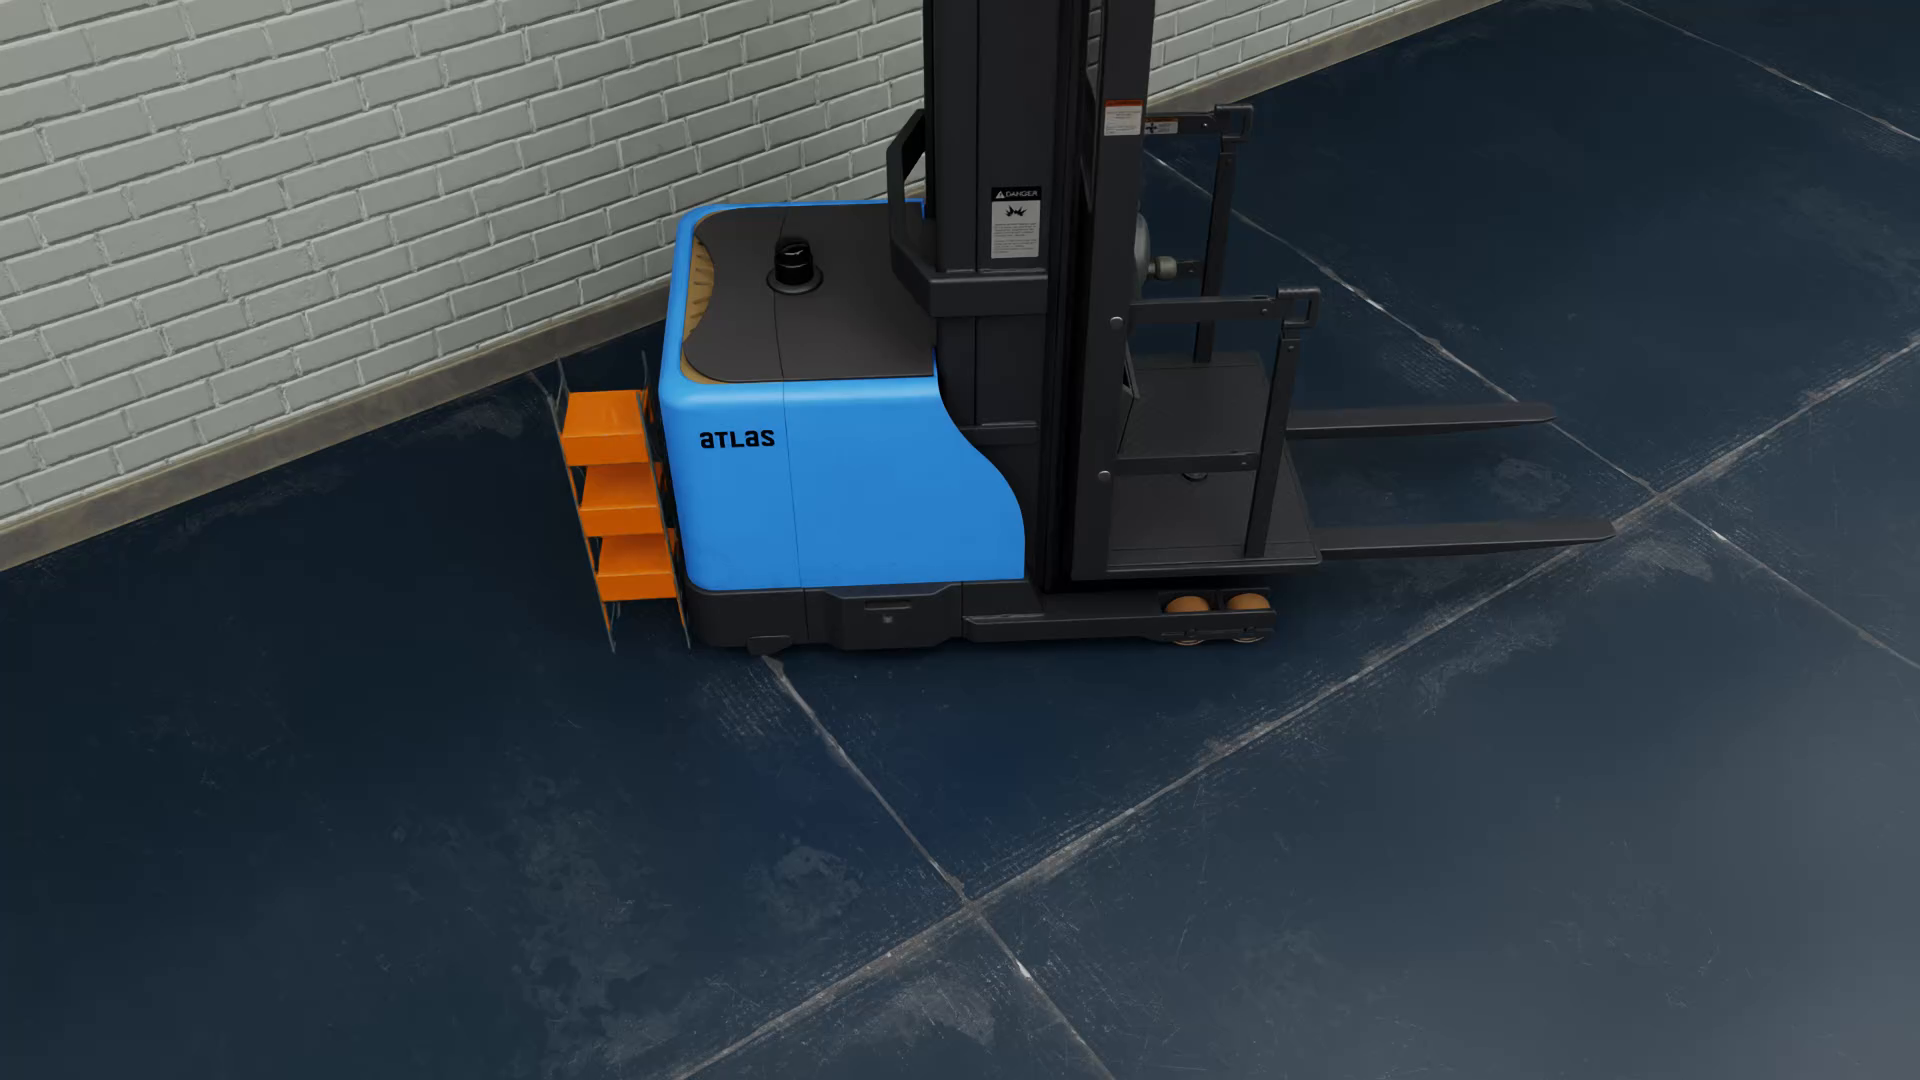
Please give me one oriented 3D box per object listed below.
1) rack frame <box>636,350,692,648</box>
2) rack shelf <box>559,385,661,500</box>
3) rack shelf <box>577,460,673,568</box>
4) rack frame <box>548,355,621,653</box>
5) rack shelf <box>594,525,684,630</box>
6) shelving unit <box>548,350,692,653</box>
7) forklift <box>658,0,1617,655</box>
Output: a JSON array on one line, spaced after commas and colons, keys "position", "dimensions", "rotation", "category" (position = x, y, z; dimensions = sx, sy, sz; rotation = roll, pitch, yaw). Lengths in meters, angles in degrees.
[{"position": [-0.894, -0.098, 5.083], "dimensions": [0.008, 1.050, 0.200], "rotation": [-3, 44, -1], "category": "rack frame"}, {"position": [-1.023, -0.289, 4.892], "dimensions": [0.240, 0.259, 0.215], "rotation": [-3, 44, -1], "category": "rack shelf"}, {"position": [-1.015, -0.084, 5.088], "dimensions": [0.240, 0.259, 0.215], "rotation": [-3, 44, -1], "category": "rack shelf"}, {"position": [-1.137, -0.085, 5.078], "dimensions": [0.008, 1.050, 0.200], "rotation": [-3, 44, -1], "category": "rack frame"}, {"position": [-1.007, 0.117, 5.280], "dimensions": [0.240, 0.259, 0.215], "rotation": [-3, 44, -1], "category": "rack shelf"}, {"position": [-1.015, -0.091, 5.080], "dimensions": [0.252, 1.050, 0.215], "rotation": [-3, 44, -1], "category": "shelving unit"}, {"position": [0.622, -1.085, 4.764], "dimensions": [3.031, 2.935, 1.130], "rotation": [-2, 44, -2], "category": "forklift"}]
